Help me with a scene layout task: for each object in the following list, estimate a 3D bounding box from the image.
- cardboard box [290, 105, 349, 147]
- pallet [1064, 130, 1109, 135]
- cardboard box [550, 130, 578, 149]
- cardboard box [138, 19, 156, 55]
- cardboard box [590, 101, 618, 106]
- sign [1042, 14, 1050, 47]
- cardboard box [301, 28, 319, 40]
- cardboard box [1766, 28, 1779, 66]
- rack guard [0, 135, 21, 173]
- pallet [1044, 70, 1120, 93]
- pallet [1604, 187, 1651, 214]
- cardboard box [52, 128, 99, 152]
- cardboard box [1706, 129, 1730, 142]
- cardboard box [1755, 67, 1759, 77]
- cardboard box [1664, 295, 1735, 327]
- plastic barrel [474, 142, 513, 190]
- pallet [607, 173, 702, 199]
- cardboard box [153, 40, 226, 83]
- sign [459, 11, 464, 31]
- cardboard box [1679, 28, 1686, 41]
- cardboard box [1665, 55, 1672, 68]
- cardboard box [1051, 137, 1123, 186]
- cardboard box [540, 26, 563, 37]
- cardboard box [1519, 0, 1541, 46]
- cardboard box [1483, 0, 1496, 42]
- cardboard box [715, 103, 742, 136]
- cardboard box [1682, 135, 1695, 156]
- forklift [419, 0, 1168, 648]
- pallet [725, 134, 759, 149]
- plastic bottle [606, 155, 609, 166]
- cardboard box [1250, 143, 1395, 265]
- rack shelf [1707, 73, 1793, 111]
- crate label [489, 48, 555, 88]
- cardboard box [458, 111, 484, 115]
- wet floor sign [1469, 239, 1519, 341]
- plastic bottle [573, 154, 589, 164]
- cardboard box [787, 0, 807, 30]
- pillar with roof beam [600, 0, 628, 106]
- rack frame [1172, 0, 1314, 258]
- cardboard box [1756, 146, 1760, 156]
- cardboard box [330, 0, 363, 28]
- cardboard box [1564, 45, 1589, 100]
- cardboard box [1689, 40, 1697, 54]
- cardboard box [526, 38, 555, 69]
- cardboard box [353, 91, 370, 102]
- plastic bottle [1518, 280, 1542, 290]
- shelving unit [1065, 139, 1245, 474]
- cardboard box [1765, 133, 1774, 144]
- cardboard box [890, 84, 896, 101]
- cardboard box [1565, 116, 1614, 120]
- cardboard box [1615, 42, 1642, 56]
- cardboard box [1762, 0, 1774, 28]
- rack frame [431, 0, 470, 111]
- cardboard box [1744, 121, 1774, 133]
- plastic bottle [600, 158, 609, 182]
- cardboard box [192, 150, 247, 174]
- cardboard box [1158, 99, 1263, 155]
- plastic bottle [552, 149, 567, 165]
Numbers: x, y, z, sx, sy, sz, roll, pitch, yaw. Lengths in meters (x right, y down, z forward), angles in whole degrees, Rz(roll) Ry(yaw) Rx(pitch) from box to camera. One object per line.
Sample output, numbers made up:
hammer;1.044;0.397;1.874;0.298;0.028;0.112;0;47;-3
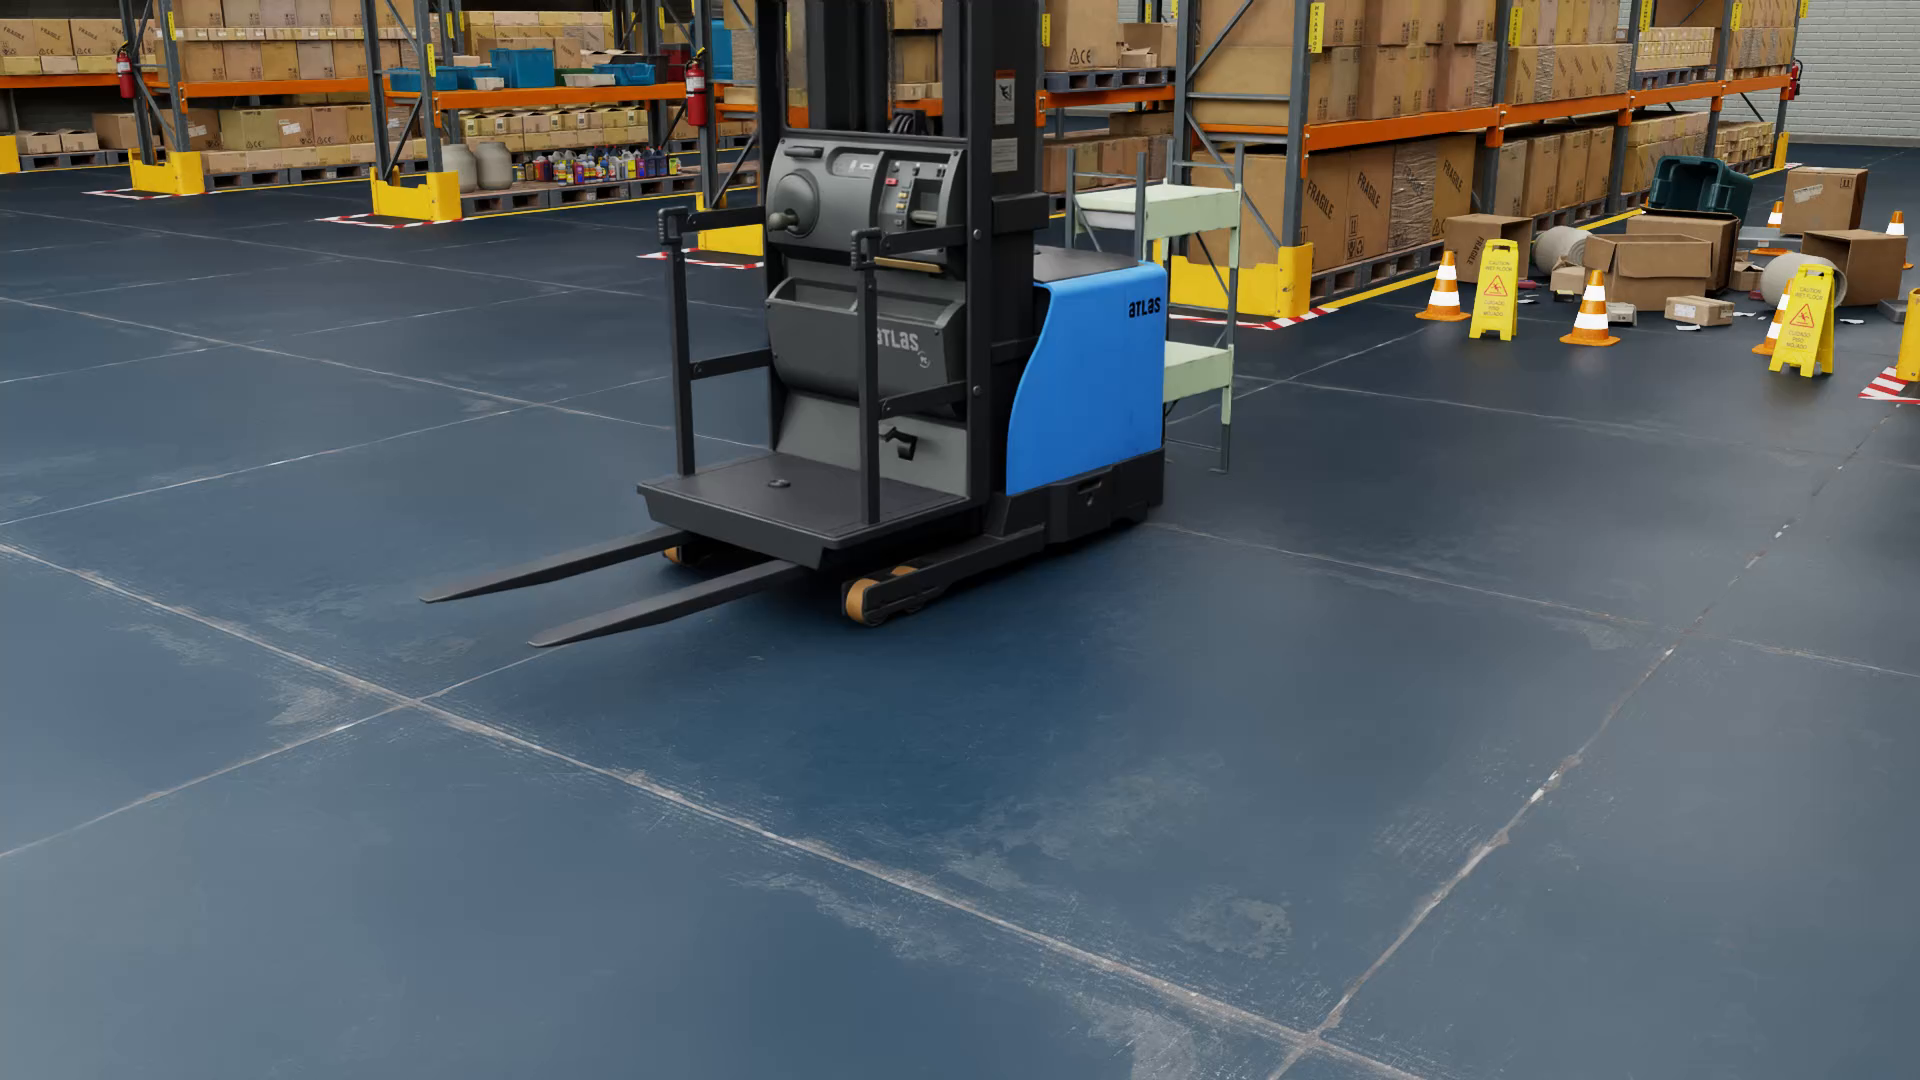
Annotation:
cardboard box;-8.487;-5.495;22.044;0.500;0.500;0.500;12;21;35
pallet;2.378;-6.928;28.698;1.003;0.211;1.213;12;21;35
cardboard box;-6.143;-6.063;25.138;0.500;0.250;0.500;13;21;36
cardboard box;-12.114;-7.522;24.863;0.500;0.500;0.500;12;21;33
cardboard box;-6.995;-8.533;32.080;0.750;0.750;0.750;13;21;35
sign;0.896;-5.325;17.373;0.100;0.325;0.005;12;21;35
cardboard box;-8.558;-6.583;21.622;0.380;0.149;0.250;13;21;35
cardboard box;10.862;-6.756;22.772;0.500;0.500;0.500;13;21;35
rack guard;-13.817;-5.503;23.621;1.175;0.500;0.348;12;21;35
pallet;1.028;-5.070;18.336;1.003;0.211;1.213;12;21;35
pallet;7.229;-3.912;18.984;1.003;0.211;1.213;12;21;35
cardboard box;-13.038;-5.889;24.442;0.500;0.311;0.500;15;22;39
cardboard box;9.977;-5.369;22.071;0.380;0.149;0.250;12;21;33
cardboard box;10.723;-6.424;22.797;0.380;0.149;0.250;11;21;32
cardboard box;5.189;-1.609;11.674;0.250;0.149;0.380;-7;19;-22
plastic barrel;-5.276;-4.230;18.794;0.421;0.512;0.421;0;17;0
pallet;-3.956;-4.396;20.545;1.003;0.211;1.213;12;21;35
cardboard box;-9.593;-5.961;20.712;0.700;0.500;0.500;12;21;35
sign;-8.654;-9.005;28.866;0.100;0.325;0.005;12;21;35
cardboard box;8.286;-5.935;19.509;0.380;0.149;0.250;11;21;32
cardboard box;7.979;-5.525;19.194;0.380;0.149;0.250;13;21;35
cardboard box;1.471;-4.408;19.353;0.700;0.500;0.500;10;20;30
cardboard box;-7.680;-9.220;30.673;0.500;0.500;0.500;13;22;36
cardboard box;4.975;-4.872;15.521;0.700;0.500;0.500;12;21;34
cardboard box;4.131;-4.610;14.459;0.875;0.550;0.550;12;21;35
cardboard box;-4.004;-7.028;27.790;0.500;0.500;0.500;12;21;34
cardboard box;8.601;-4.674;20.244;0.500;0.500;0.500;12;21;33
forklift;-0.499;-1.268;5.886;1.130;2.935;3.031;15;23;40
pallet;-3.912;-6.838;28.408;1.003;0.211;1.213;12;21;35
plastic bottle;-4.167;-4.447;19.845;0.061;0.283;0.133;12;21;35
cardboard box;2.869;-2.721;13.323;0.875;0.875;0.875;12;21;34
rack shelf;10.337;-6.143;22.681;1.077;0.370;4.000;12;21;35
crate label;-5.026;-5.431;19.115;0.502;0.435;0.616;12;21;35
cardboard box;-7.182;-6.184;24.583;0.500;0.311;0.500;13;22;36
wet floor sign;3.568;-1.671;11.037;0.267;0.644;0.232;8;19;25
plastic bottle;-4.568;-4.505;20.042;0.152;0.276;0.135;12;21;35
cardboard box;-1.381;-4.803;14.796;0.500;0.500;0.500;12;21;35
pillar with roof beam;-3.532;-11.961;30.085;9.100;9.000;0.400;12;21;35
rack frame;1.995;-3.152;11.836;1.000;3.000;0.127;12;21;35
cardboard box;11.084;-5.513;23.538;0.380;0.149;0.250;12;21;34
cardboard box;-8.357;-7.078;22.121;0.700;0.500;0.500;12;21;35
cardboard box;5.811;-4.590;16.299;0.500;0.500;0.500;13;21;36
cardboard box;8.601;-5.916;19.950;0.380;0.149;0.250;12;21;33
cardboard box;-6.415;-7.229;24.797;0.500;0.500;0.500;12;21;35
cardboard box;-10.175;-7.530;28.141;0.500;0.250;0.500;12;21;34
plastic bottle;4.449;-2.021;13.149;0.283;0.061;0.133;5;18;16
shelving unit;0.851;-0.984;7.383;0.431;1.500;0.755;15;23;40
cardboard box;11.443;-5.768;23.857;0.380;0.149;0.250;12;21;33
cardboard box;-0.827;-4.257;15.819;0.380;0.149;0.250;12;21;35
cardboard box;7.251;-4.754;19.237;0.500;0.250;0.500;13;21;35
cardboard box;7.211;-5.360;18.159;0.380;0.149;0.250;14;22;37
cardboard box;10.539;-7.105;22.208;0.500;0.500;0.500;12;21;33
rack frame;-9.095;-8.584;29.328;1.000;3.000;0.127;12;21;35
cardboard box;11.417;-5.915;23.830;0.380;0.149;0.250;13;21;35
plastic bottle;-4.191;-4.366;19.602;0.097;0.271;0.097;0;17;0
cardboard box;-9.383;-4.780;21.006;0.500;0.250;0.500;12;21;35
cardboard box;3.267;-5.305;21.642;1.225;0.875;0.875;11;21;32
plastic bottle;-4.813;-4.516;19.954;0.144;0.351;0.185;13;22;37
